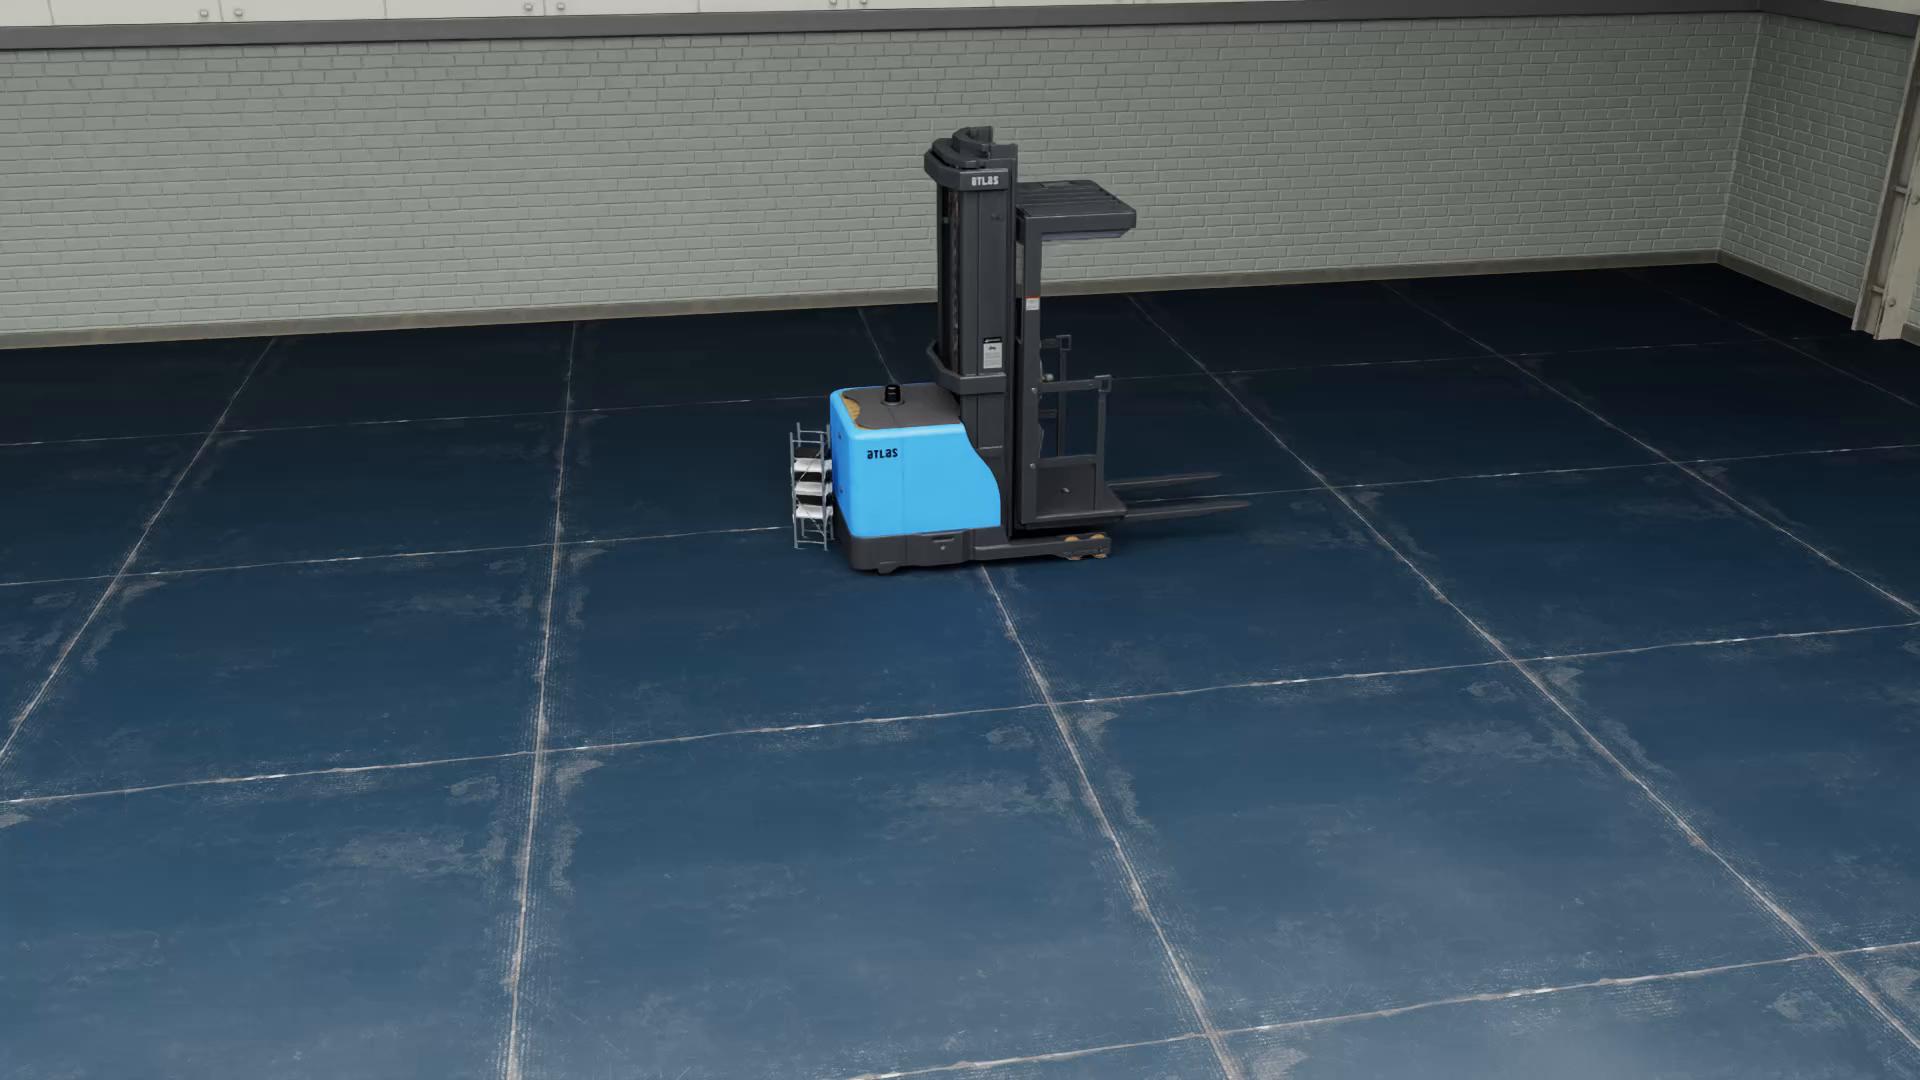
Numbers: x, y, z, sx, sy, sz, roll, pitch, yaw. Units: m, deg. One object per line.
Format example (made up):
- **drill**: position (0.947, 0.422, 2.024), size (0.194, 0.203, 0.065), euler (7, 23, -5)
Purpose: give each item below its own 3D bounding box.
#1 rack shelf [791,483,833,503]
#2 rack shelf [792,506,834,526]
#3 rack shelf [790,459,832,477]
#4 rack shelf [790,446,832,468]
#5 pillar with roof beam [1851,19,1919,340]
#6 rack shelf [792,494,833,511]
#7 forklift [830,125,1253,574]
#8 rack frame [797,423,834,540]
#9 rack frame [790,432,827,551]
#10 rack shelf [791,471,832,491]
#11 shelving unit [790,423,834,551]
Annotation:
- **rack shelf**: position (-1.067, -0.349, 12.008), size (0.258, 0.077, 0.200), euler (4, 24, 8)
- **rack shelf**: position (-1.067, -0.184, 12.080), size (0.258, 0.077, 0.200), euler (4, 24, 8)
- **rack shelf**: position (-1.067, -0.514, 11.936), size (0.258, 0.077, 0.200), euler (4, 24, 8)
- **rack shelf**: position (-1.067, -0.597, 11.900), size (0.258, 0.077, 0.200), euler (4, 24, 8)
- **pillar with roof beam**: position (5.206, -5.932, 14.588), size (9.100, 9.000, 0.400), euler (-4, 24, -10)
- **rack shelf**: position (-1.067, -0.267, 12.044), size (0.258, 0.077, 0.200), euler (4, 24, 8)
- **forklift**: position (0.615, -1.398, 11.789), size (3.031, 2.935, 1.130), euler (-5, 24, -12)
- **rack frame**: position (-1.051, -0.420, 12.087), size (0.240, 0.900, 0.006), euler (4, 24, 8)
- **rack frame**: position (-1.083, -0.339, 11.903), size (0.240, 0.900, 0.006), euler (4, 24, 8)
- **rack shelf**: position (-1.067, -0.432, 11.972), size (0.258, 0.077, 0.200), euler (4, 24, 8)
- **shelving unit**: position (-1.067, -0.380, 11.995), size (0.258, 0.900, 0.210), euler (4, 24, 8)
